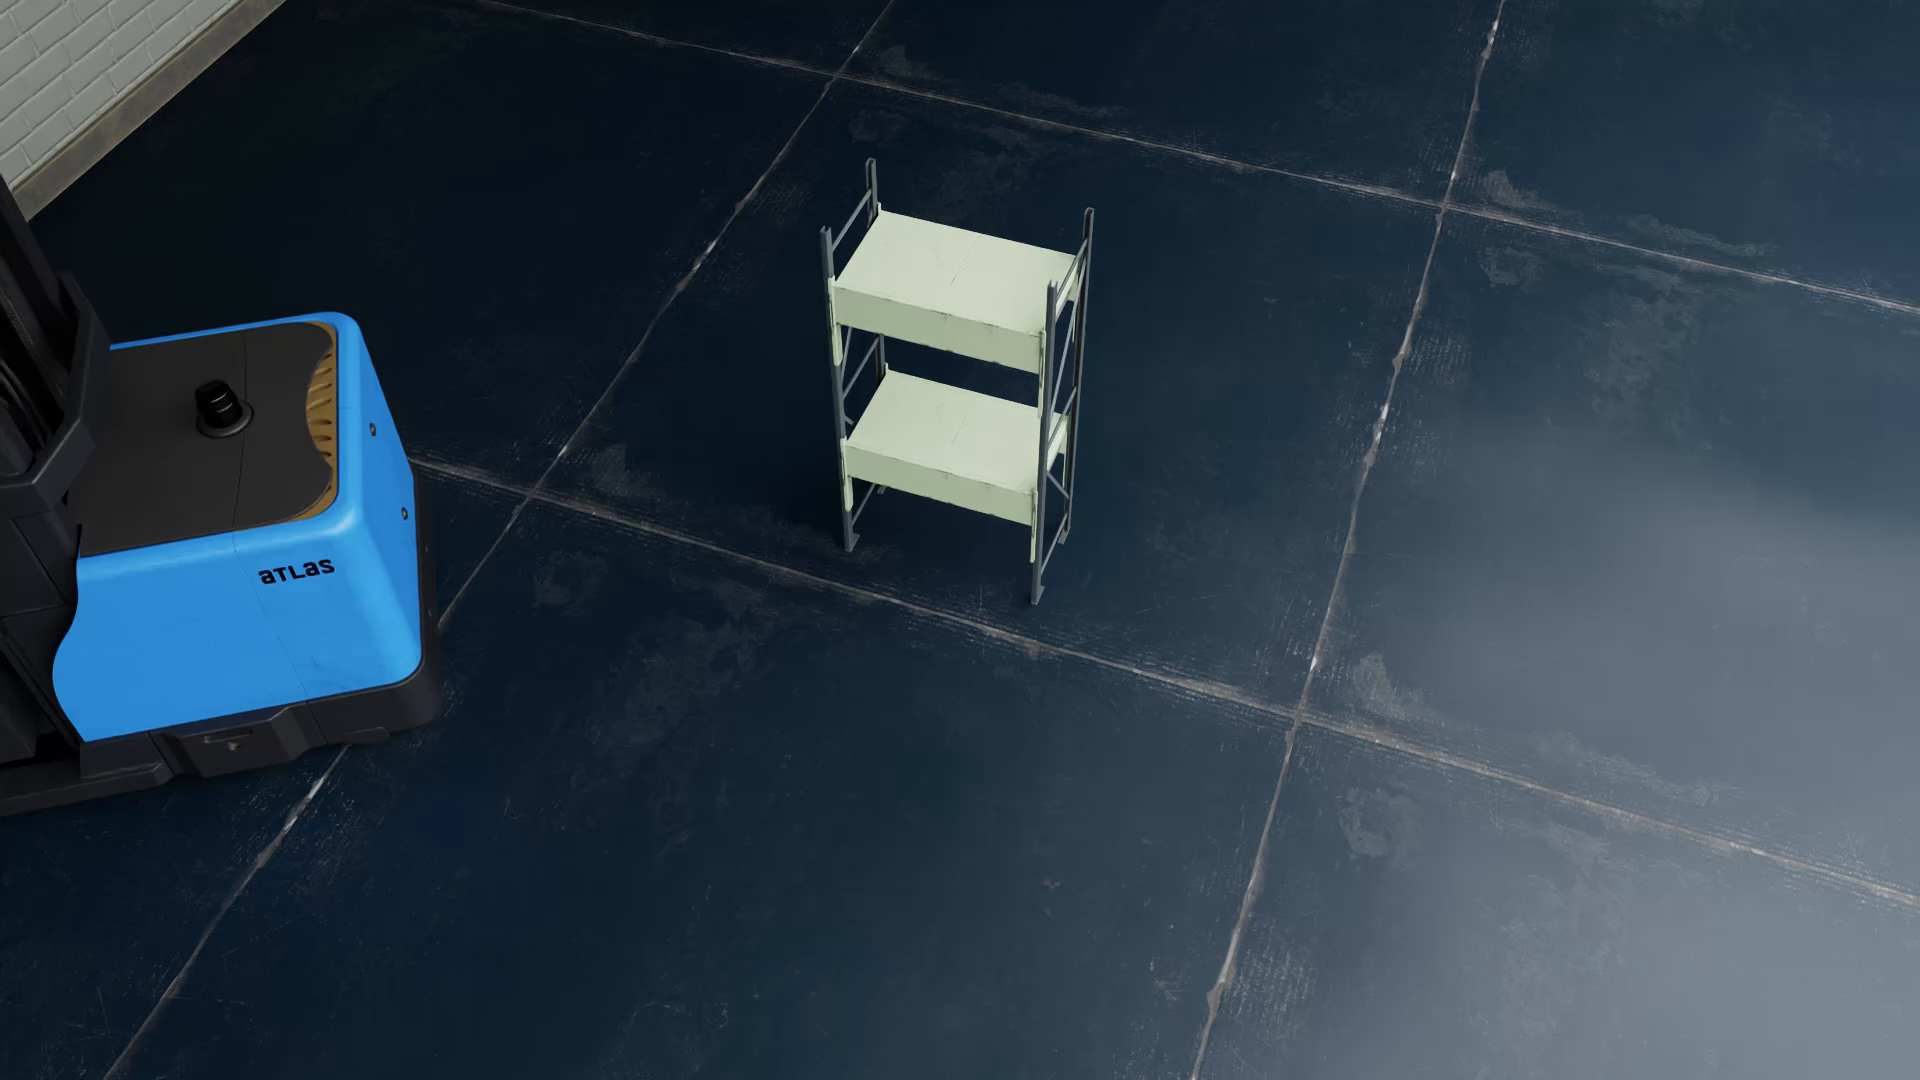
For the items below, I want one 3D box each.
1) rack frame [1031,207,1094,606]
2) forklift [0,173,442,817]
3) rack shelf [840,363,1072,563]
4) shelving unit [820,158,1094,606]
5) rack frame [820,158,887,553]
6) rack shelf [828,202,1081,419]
[{"bbox_3d":[0.337,-0.397,5.602,0.023,1.500,0.400,16,51,13],"label":"rack frame"},{"bbox_3d":[-3.343,-0.406,4.663,3.031,2.935,1.130,-11,50,-9],"label":"forklift"},{"bbox_3d":[-0.006,-0.279,5.931,0.720,0.370,0.431,16,51,13],"label":"rack shelf"},{"bbox_3d":[-0.006,-0.493,5.685,0.755,1.500,0.431,16,51,13],"label":"shelving unit"},{"bbox_3d":[-0.350,-0.589,5.768,0.023,1.500,0.400,16,51,13],"label":"rack frame"},{"bbox_3d":[-0.006,-0.749,5.390,0.720,0.370,0.431,16,51,13],"label":"rack shelf"}]
